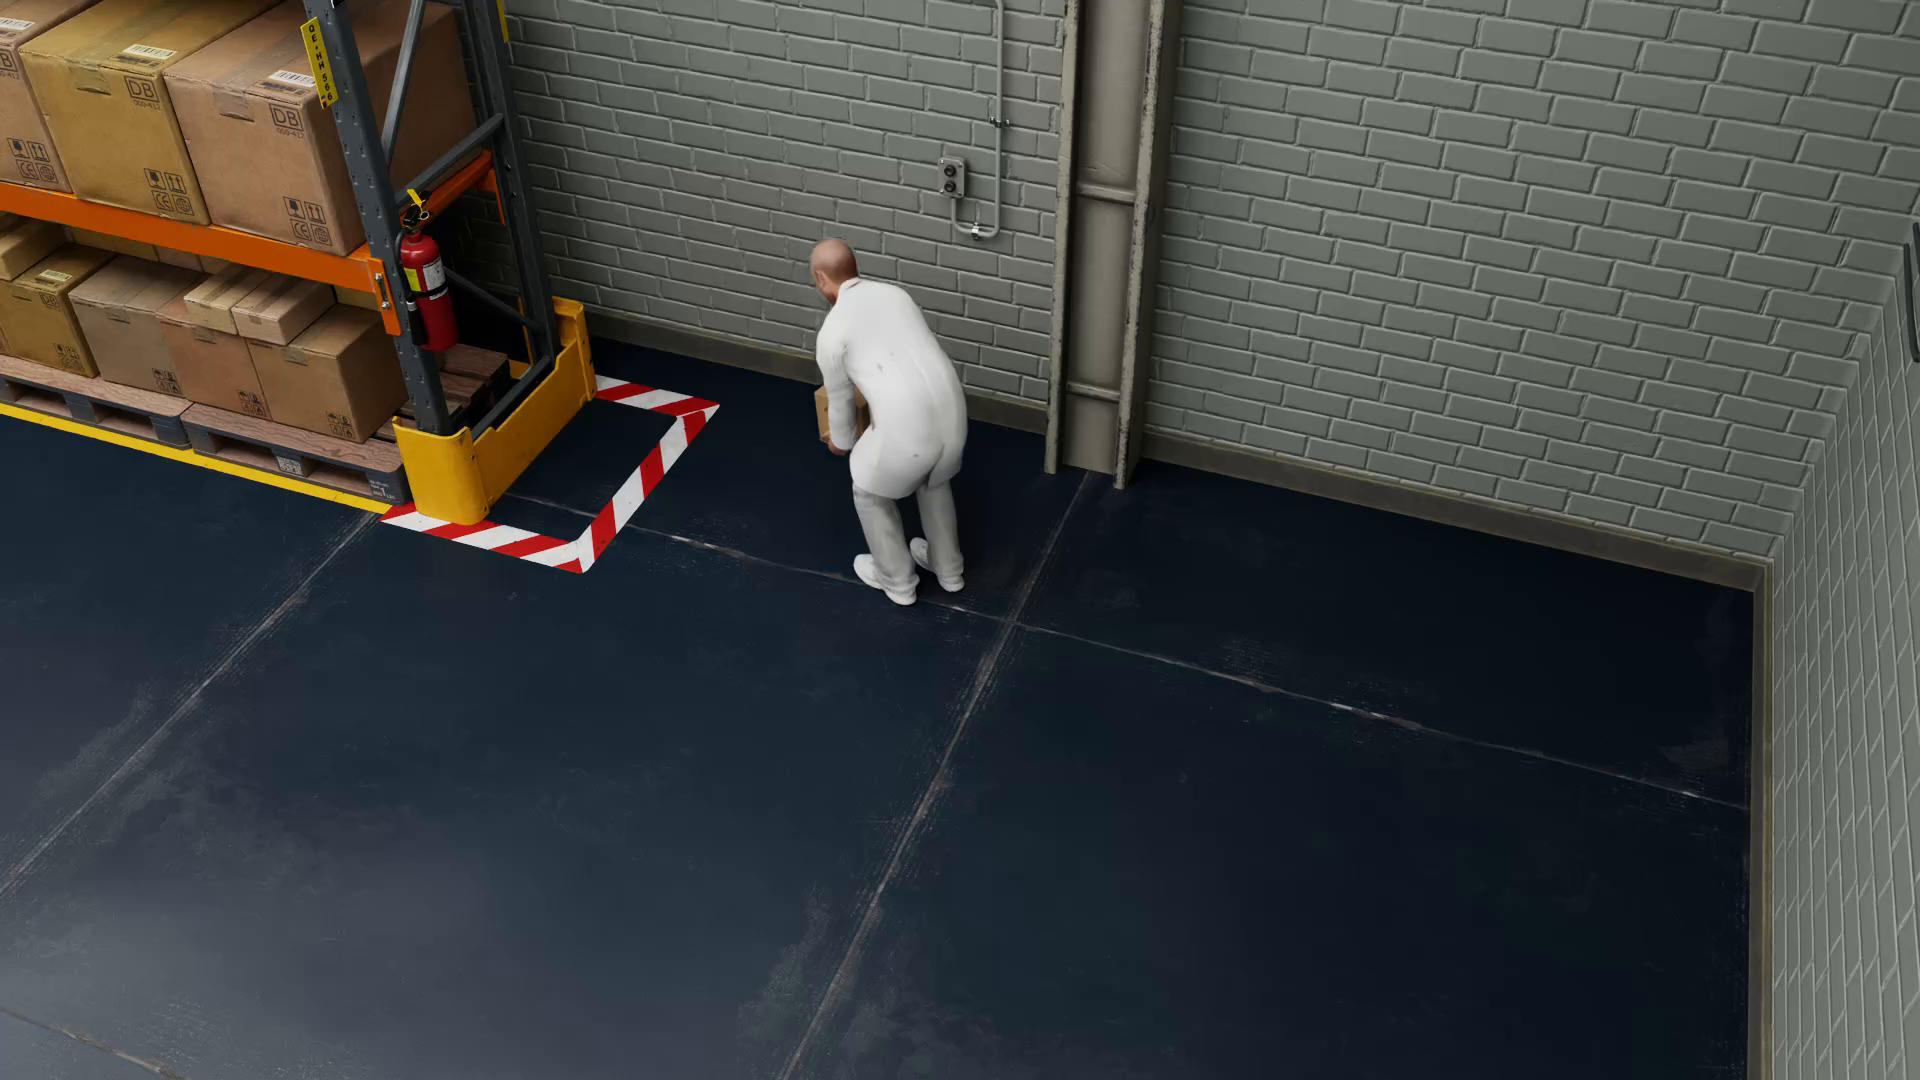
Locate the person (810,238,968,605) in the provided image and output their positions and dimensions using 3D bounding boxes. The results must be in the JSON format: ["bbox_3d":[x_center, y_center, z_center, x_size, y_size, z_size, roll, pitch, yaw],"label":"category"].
[{"bbox_3d":[-0.305,-0.473,6.924,0.547,1.508,0.806,-27,48,-28],"label":"person"}]
